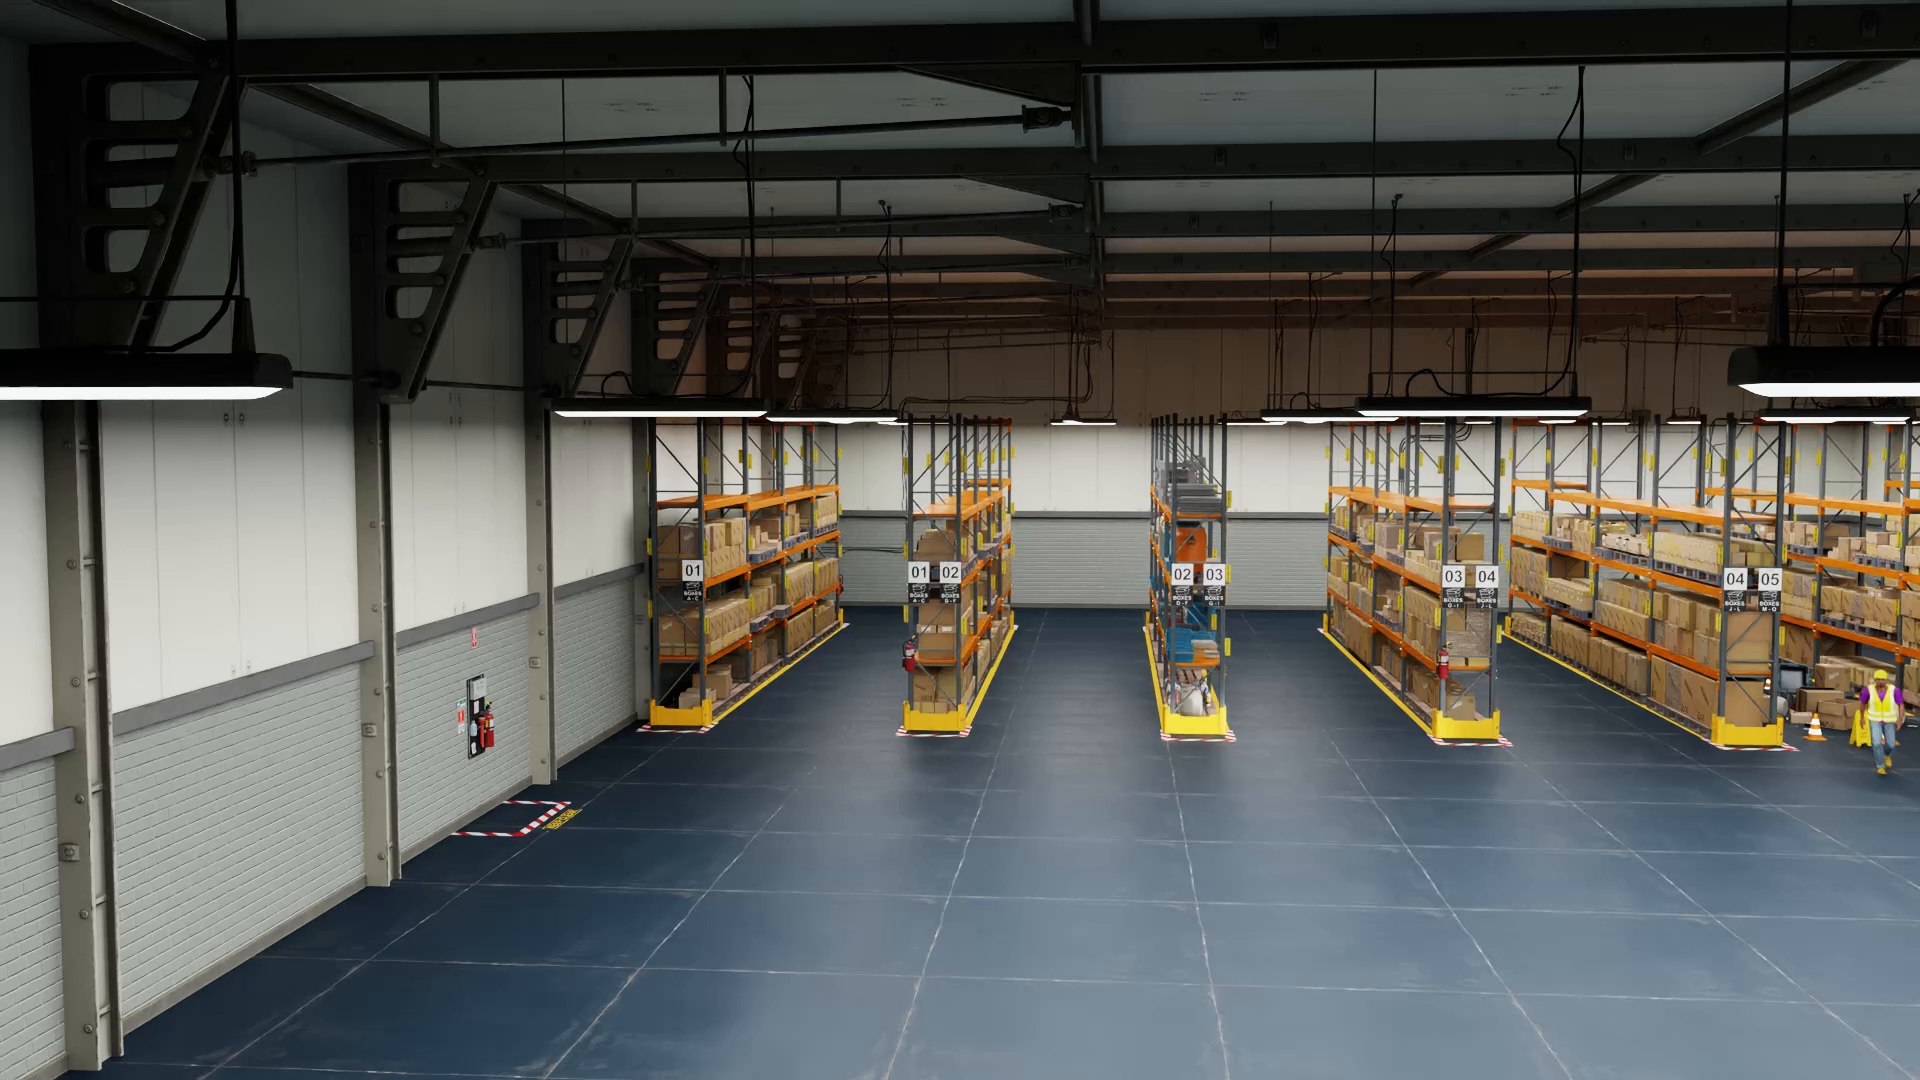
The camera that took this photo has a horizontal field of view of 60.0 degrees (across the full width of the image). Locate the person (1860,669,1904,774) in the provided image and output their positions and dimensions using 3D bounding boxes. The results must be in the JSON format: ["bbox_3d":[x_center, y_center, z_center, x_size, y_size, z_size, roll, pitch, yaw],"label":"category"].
[{"bbox_3d":[15.333,2.997,27.676,0.630,1.732,0.717,2,4,25],"label":"person"}]

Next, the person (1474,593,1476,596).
[{"bbox_3d":[14.783,1.692,47.011,0.904,1.743,0.557,-1,4,-18],"label":"person"}]

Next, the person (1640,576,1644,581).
[{"bbox_3d":[18.389,1.815,44.843,0.513,1.789,0.539,-2,5,-33],"label":"person"}]
